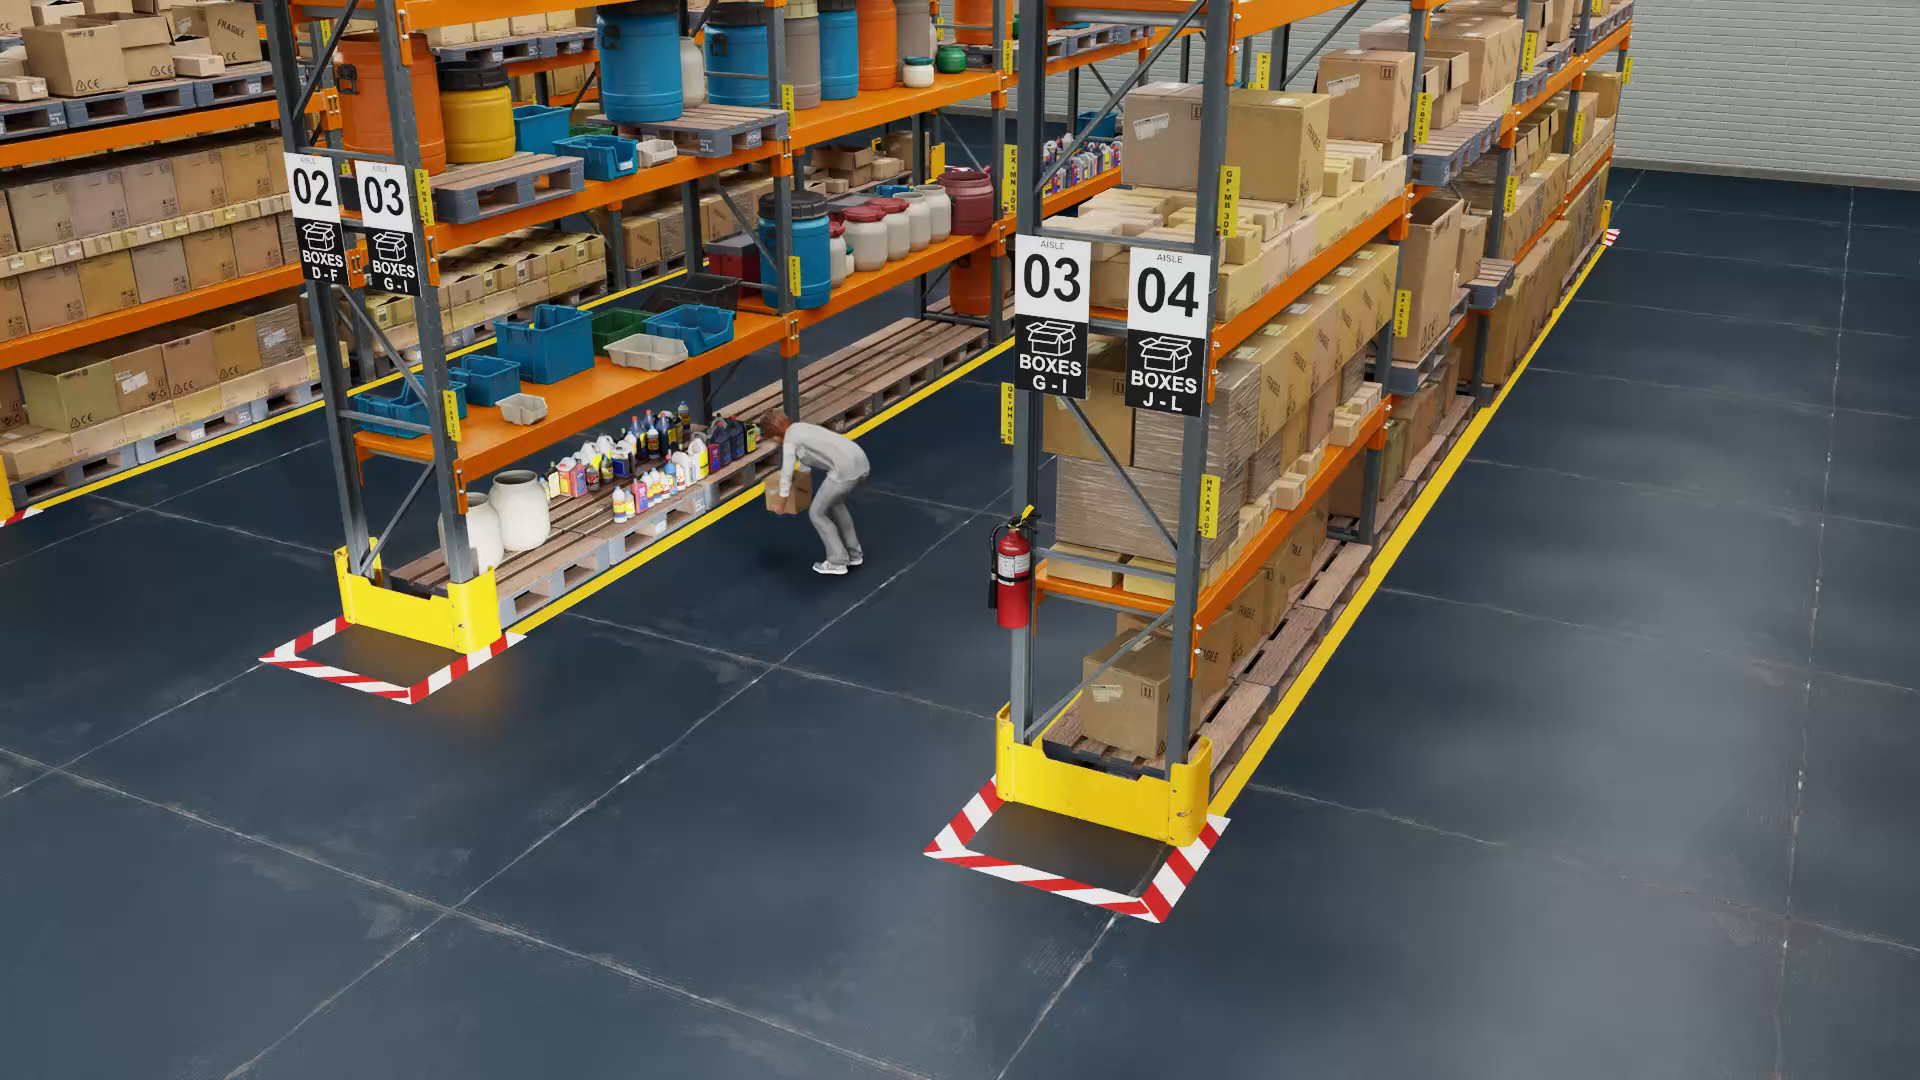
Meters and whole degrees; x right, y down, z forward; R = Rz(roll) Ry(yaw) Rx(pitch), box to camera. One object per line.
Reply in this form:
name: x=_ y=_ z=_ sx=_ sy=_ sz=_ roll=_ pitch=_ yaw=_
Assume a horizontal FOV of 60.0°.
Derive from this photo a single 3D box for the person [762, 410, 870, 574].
person: x=-1.054 y=-0.354 z=12.137 sx=0.837 sy=1.145 sz=0.398 roll=10 pitch=25 yaw=23
